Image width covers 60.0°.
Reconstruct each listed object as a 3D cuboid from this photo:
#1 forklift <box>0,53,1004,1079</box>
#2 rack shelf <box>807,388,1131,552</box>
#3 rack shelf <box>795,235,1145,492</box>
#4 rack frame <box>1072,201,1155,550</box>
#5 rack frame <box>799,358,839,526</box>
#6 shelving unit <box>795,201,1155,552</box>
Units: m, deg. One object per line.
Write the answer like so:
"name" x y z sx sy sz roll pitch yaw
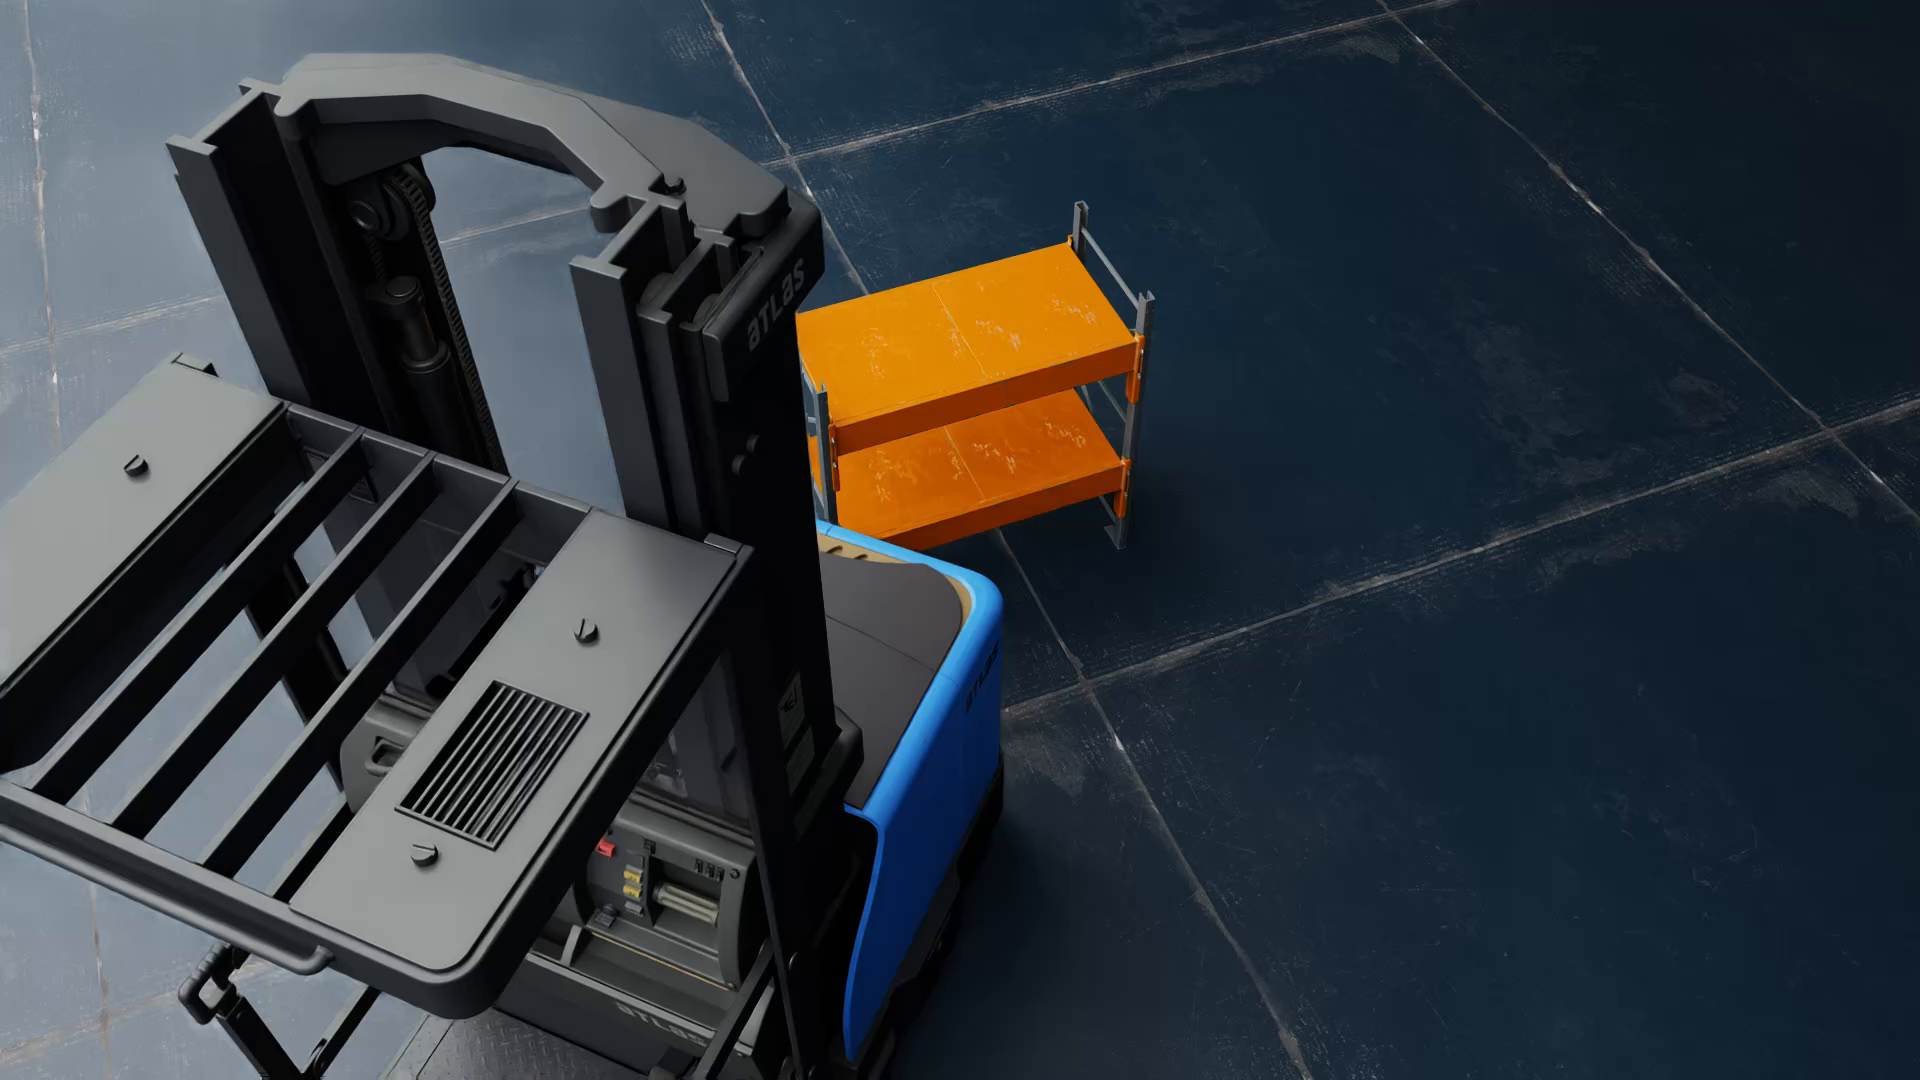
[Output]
"forklift" -0.921 0.731 3.190 1.130 2.935 3.031 18 52 15
"rack shelf" -0.006 -0.205 5.507 1.000 0.278 0.538 -17 52 -14
"rack shelf" -0.006 -0.555 5.100 1.000 0.278 0.538 -17 52 -14
"rack frame" 0.464 -0.510 5.447 0.032 1.125 0.500 -17 52 -14
"rack frame" -0.477 -0.219 5.196 0.032 1.125 0.500 -17 52 -14
"shelving unit" -0.006 -0.365 5.322 1.048 1.125 0.538 -17 52 -14
